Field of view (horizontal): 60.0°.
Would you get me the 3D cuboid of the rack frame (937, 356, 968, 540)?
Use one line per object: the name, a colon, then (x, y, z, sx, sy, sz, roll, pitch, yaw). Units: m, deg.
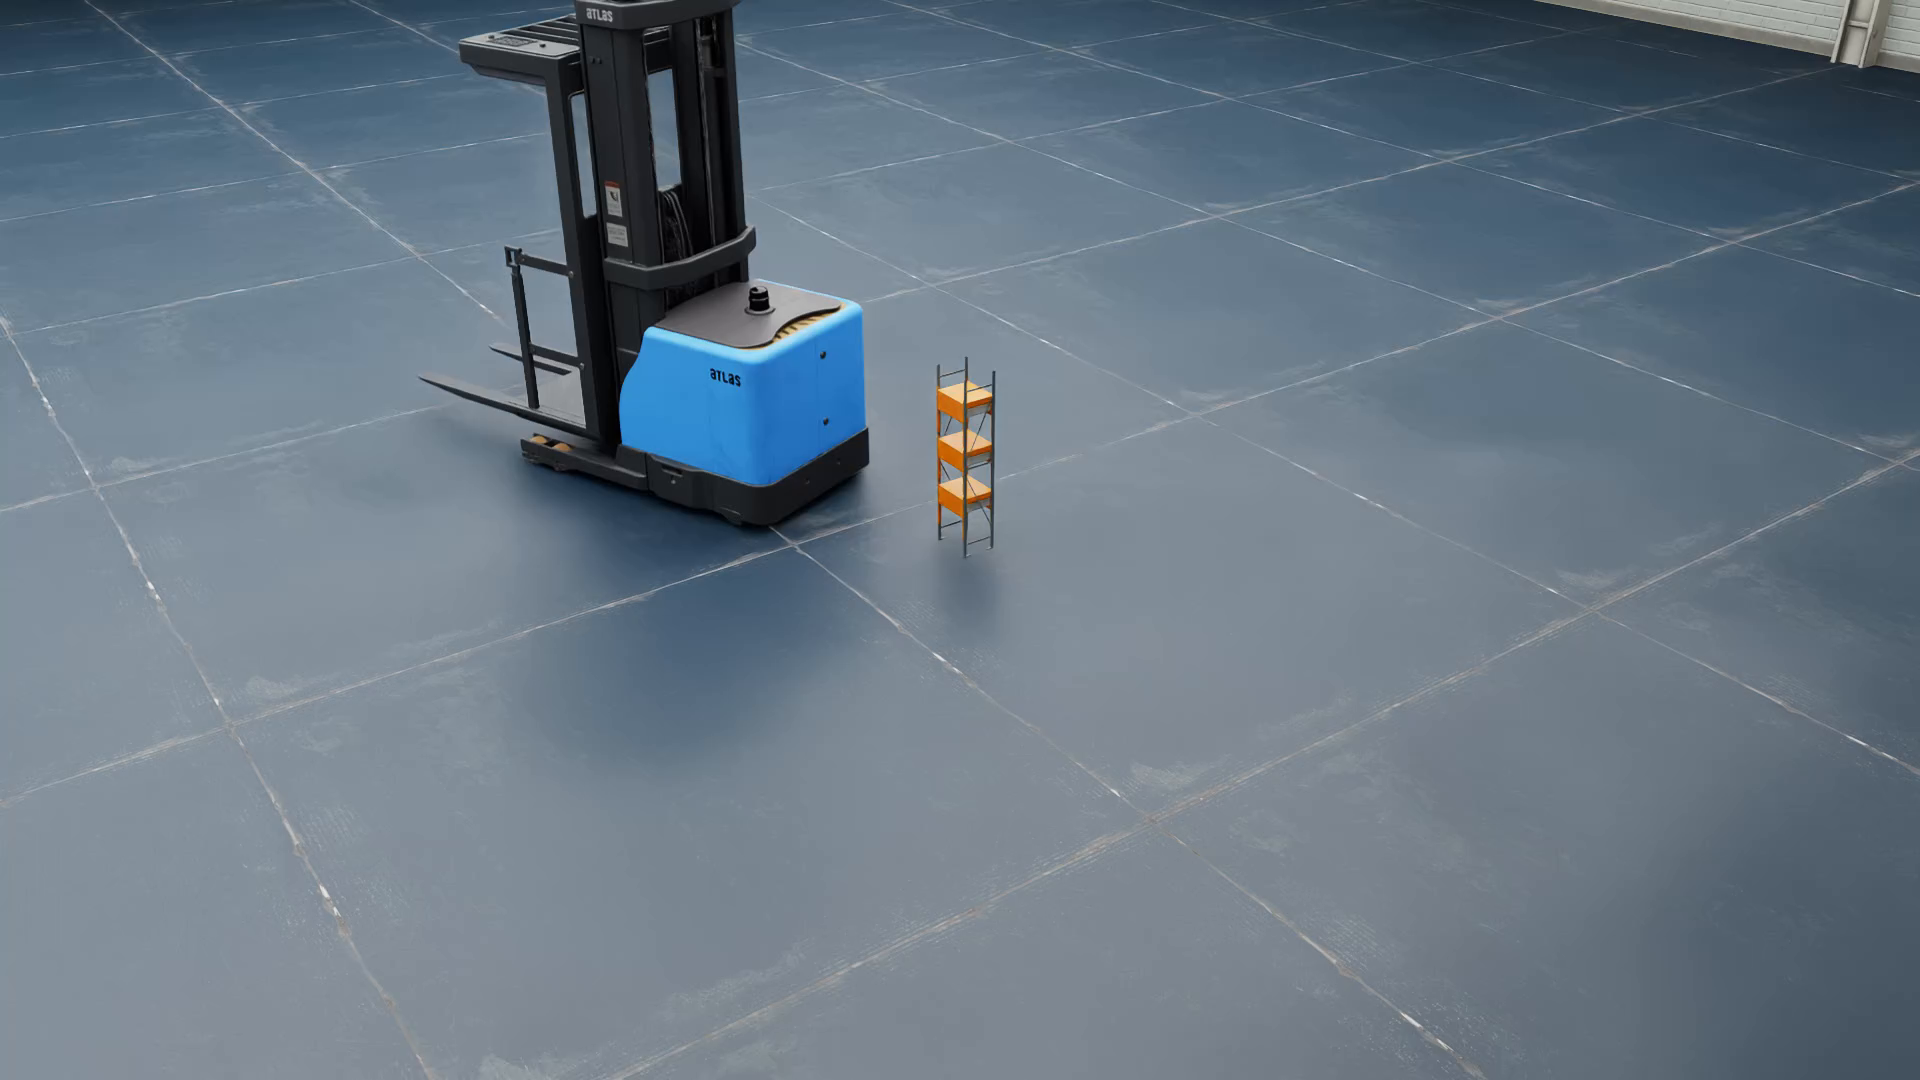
rack frame: (-0.040, -0.488, 9.048, 0.200, 1.050, 0.008, -19, 34, -31)

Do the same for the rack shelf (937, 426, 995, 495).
rack shelf: (0.031, -0.431, 8.966, 0.215, 0.259, 0.240, -19, 34, -31)

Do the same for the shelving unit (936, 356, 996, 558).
shelving unit: (0.031, -0.441, 8.961, 0.215, 1.050, 0.252, -19, 34, -31)

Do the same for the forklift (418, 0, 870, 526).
forklift: (-2.055, -1.892, 9.663, 3.031, 2.935, 1.130, 17, 33, 29)

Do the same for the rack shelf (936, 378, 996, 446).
rack shelf: (0.031, -0.681, 8.831, 0.215, 0.259, 0.240, -19, 34, -31)

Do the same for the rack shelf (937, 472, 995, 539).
rack shelf: (0.031, -0.187, 9.099, 0.215, 0.259, 0.240, -19, 34, -31)

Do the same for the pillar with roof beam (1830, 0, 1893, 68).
pillar with roof beam: (7.019, -8.381, 15.252, 9.100, 9.000, 0.400, -19, 34, -31)

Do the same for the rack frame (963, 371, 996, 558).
rack frame: (0.102, -0.393, 8.874, 0.200, 1.050, 0.008, -19, 34, -31)
